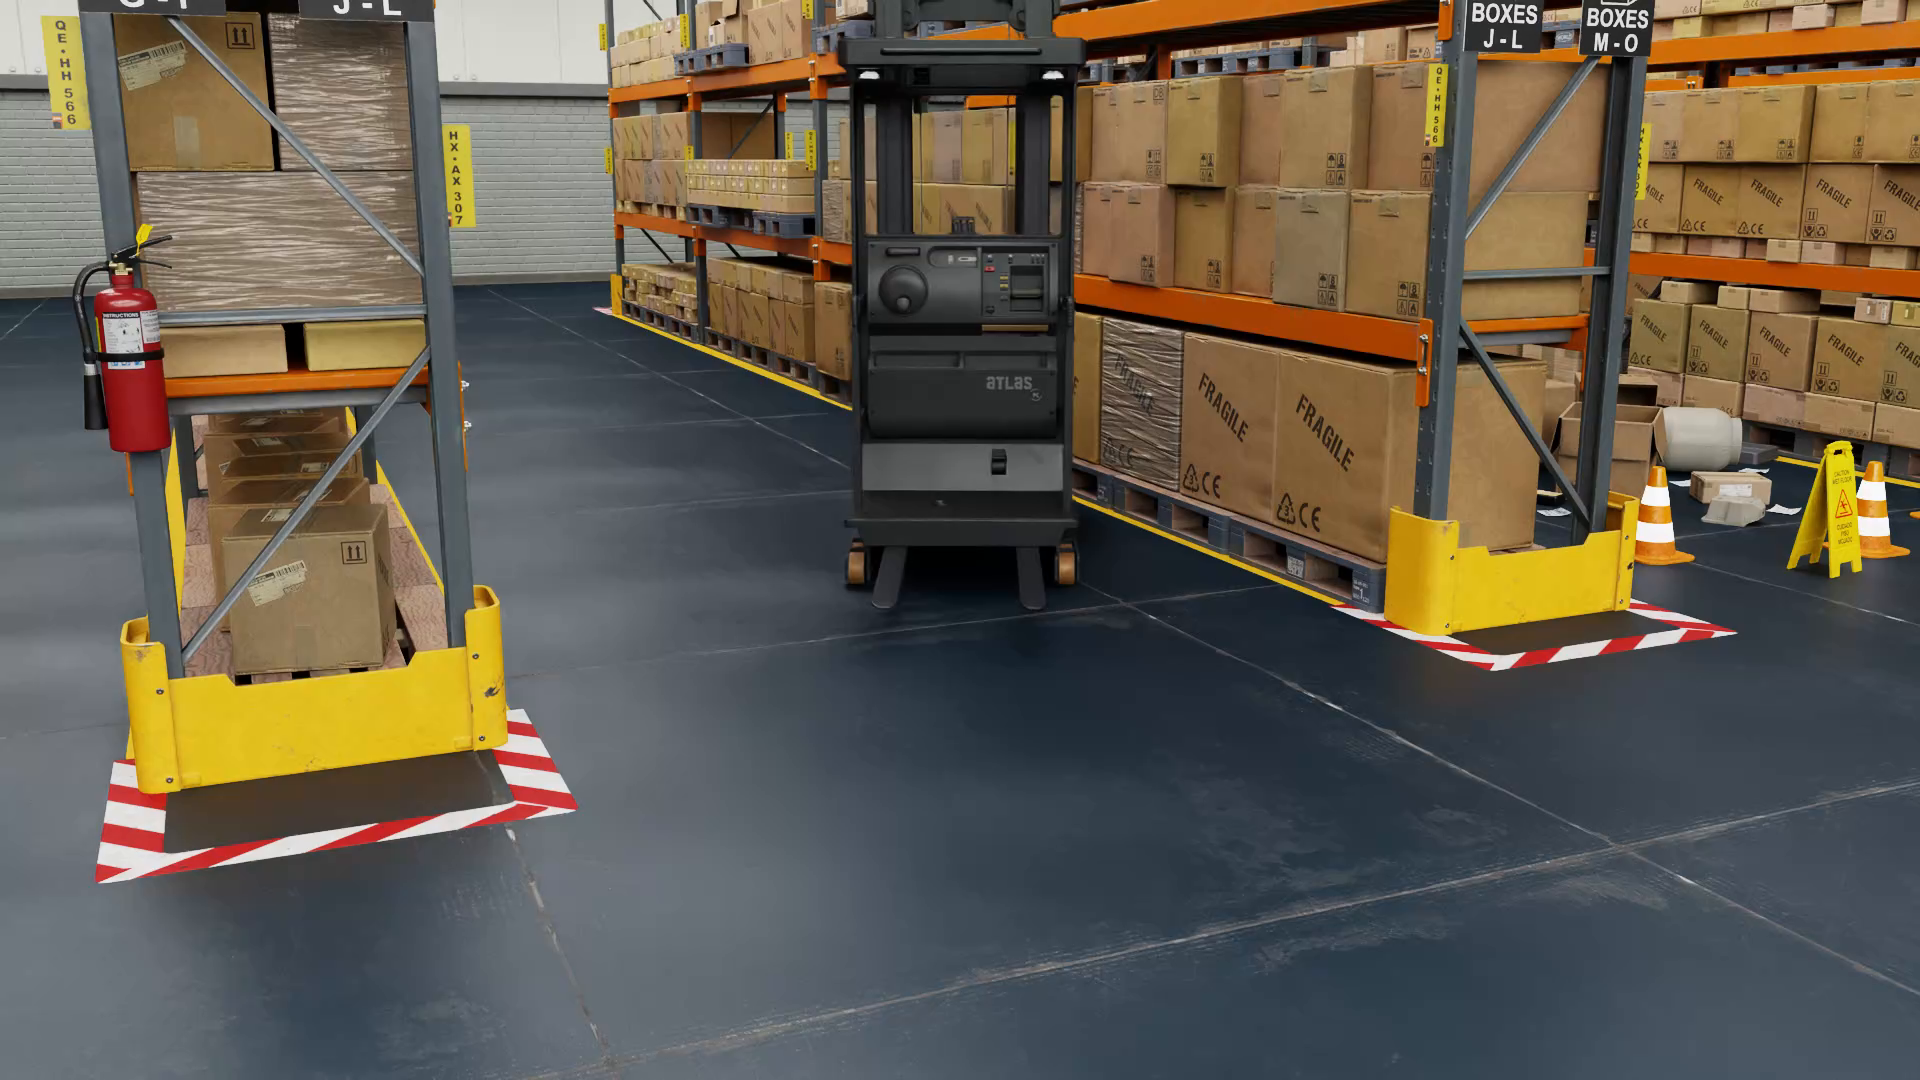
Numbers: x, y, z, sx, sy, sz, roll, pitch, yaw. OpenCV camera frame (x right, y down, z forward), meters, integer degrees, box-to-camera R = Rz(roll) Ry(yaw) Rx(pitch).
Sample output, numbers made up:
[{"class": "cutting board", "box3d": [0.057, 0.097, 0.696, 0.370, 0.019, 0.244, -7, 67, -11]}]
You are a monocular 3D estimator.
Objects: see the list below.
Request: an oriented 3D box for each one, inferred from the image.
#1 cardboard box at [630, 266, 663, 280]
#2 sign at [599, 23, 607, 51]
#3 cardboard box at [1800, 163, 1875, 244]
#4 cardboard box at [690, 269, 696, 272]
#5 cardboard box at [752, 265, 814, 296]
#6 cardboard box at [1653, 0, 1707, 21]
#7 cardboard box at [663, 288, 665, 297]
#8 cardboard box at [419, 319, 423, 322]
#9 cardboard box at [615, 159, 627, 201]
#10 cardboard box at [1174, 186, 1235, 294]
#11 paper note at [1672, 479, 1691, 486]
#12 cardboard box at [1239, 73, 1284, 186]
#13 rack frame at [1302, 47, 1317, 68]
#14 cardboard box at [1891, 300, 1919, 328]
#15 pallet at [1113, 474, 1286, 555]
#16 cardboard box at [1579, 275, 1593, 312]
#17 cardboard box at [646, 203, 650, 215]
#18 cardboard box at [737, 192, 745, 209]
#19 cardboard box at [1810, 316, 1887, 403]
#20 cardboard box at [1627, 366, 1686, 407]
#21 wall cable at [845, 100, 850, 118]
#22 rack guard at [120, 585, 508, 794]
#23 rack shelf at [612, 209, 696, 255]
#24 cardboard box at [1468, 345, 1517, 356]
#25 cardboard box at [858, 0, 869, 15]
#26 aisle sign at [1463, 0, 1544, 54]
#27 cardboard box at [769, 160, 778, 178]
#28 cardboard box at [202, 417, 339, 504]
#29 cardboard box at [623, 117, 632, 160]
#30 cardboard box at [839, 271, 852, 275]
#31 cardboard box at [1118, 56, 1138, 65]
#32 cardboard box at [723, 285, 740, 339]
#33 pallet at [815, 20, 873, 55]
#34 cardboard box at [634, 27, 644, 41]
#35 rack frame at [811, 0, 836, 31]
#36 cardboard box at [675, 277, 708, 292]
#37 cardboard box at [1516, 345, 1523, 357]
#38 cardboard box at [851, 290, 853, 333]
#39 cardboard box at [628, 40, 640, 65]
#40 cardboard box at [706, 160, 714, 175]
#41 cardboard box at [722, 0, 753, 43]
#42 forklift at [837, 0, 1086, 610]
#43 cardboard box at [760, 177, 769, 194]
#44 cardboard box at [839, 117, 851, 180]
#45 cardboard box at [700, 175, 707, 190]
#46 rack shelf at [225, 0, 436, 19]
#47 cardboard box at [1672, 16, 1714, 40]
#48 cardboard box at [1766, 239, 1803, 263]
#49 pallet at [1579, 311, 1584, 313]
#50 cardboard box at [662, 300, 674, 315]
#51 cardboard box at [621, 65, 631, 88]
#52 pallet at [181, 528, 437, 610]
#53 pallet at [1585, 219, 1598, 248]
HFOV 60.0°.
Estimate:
[{"class": "cardboard box", "box3d": [-3.857, -3.303, 20.560, 0.380, 0.149, 0.250, -6, 14, -23]}, {"class": "sign", "box3d": [-4.456, -6.284, 20.779, 0.100, 0.325, 0.005, -6, 14, -23]}, {"class": "cardboard box", "box3d": [5.896, -2.203, 10.855, 0.500, 0.500, 0.500, -5, 14, -22]}, {"class": "cardboard box", "box3d": [-3.039, -3.192, 20.080, 0.380, 0.149, 0.250, -6, 14, -25]}, {"class": "cardboard box", "box3d": [-1.670, -2.473, 15.851, 0.500, 0.250, 0.500, -5, 14, -22]}, {"class": "cardboard box", "box3d": [5.268, -3.852, 11.883, 0.500, 0.250, 0.500, -6, 14, -24]}, {"class": "cardboard box", "box3d": [-3.305, -2.953, 19.707, 0.380, 0.149, 0.250, -5, 14, -20]}, {"class": "cardboard box", "box3d": [-2.114, -0.725, 5.906, 0.380, 0.149, 0.250, -6, 14, -23]}, {"class": "cardboard box", "box3d": [-4.033, -4.522, 20.874, 0.500, 0.500, 0.500, -5, 14, -20]}, {"class": "cardboard box", "box3d": [1.660, -1.630, 8.930, 0.875, 0.550, 0.500, -6, 14, -23]}, {"class": "paper note", "box3d": [4.540, -0.361, 10.387, 0.148, 0.019, 0.142, -1, 13, -4]}, {"class": "cardboard box", "box3d": [1.932, -2.053, 8.360, 0.875, 0.550, 0.550, -6, 14, -23]}, {"class": "rack frame", "box3d": [3.740, -3.261, 16.308, 1.000, 3.000, 0.127, -6, 14, -23]}, {"class": "cardboard box", "box3d": [6.079, -1.419, 10.412, 0.380, 0.149, 0.250, -5, 14, -22]}, {"class": "pallet", "box3d": [1.573, -0.192, 9.230, 1.003, 0.211, 1.213, -6, 14, -23]}, {"class": "cardboard box", "box3d": [7.518, -2.977, 19.694, 0.500, 0.500, 0.500, -5, 14, -21]}, {"class": "cardboard box", "box3d": [-3.543, -3.965, 19.906, 0.380, 0.149, 0.250, -6, 14, -24]}, {"class": "cardboard box", "box3d": [-1.882, -3.201, 15.675, 0.380, 0.149, 0.250, -5, 14, -21]}, {"class": "cardboard box", "box3d": [5.977, -1.193, 10.876, 0.500, 0.500, 0.500, -6, 14, -24]}, {"class": "cardboard box", "box3d": [5.332, -1.153, 12.368, 0.500, 0.250, 0.500, -6, 14, -26]}, {"class": "wall cable", "box3d": [-1.744, -6.587, 28.356, 0.585, 1.953, 0.123, -6, 14, -23]}, {"class": "rack guard", "box3d": [-2.166, 0.489, 5.649, 1.175, 0.500, 0.348, -6, 14, -23]}, {"class": "rack shelf", "box3d": [-3.158, -3.682, 19.723, 1.077, 0.370, 4.000, -6, 14, -23]}, {"class": "cardboard box", "box3d": [3.724, -1.419, 12.212, 0.500, 0.500, 0.500, -6, 14, -23]}, {"class": "cardboard box", "box3d": [-0.466, -4.162, 12.727, 0.500, 0.250, 0.500, -5, 14, -21]}, {"class": "aisle sign", "box3d": [2.203, -2.365, 6.671, 0.394, 0.787, 0.004, -6, 14, -23]}, {"class": "cardboard box", "box3d": [-1.470, -3.277, 14.684, 0.380, 0.149, 0.250, -6, 14, -24]}, {"class": "cardboard box", "box3d": [-3.378, -0.323, 8.223, 0.500, 0.500, 0.500, -1, 13, -5]}, {"class": "cardboard box", "box3d": [-3.815, -4.906, 20.318, 0.500, 0.500, 0.500, -5, 14, -21]}, {"class": "cardboard box", "box3d": [-0.809, -2.310, 15.146, 0.500, 0.250, 0.500, -6, 14, -26]}, {"class": "cardboard box", "box3d": [2.018, -5.553, 18.925, 0.396, 0.266, 0.258, -6, 14, -23]}, {"class": "cardboard box", "box3d": [-2.091, -2.321, 16.857, 0.500, 0.500, 0.500, -5, 14, -20]}, {"class": "pallet", "box3d": [-0.448, -4.034, 13.415, 1.213, 0.211, 1.003, -5, 14, -20]}, {"class": "cardboard box", "box3d": [-3.595, -5.911, 19.443, 0.380, 0.149, 0.250, -5, 14, -21]}, {"class": "rack frame", "box3d": [-0.755, -5.716, 13.610, 1.000, 3.000, 0.127, -6, 14, -23]}, {"class": "cardboard box", "box3d": [-2.983, -2.875, 18.712, 0.380, 0.149, 0.250, -6, 14, -23]}, {"class": "cardboard box", "box3d": [4.839, -1.615, 14.094, 0.950, 0.372, 0.625, -5, 14, -19]}, {"class": "cardboard box", "box3d": [-0.240, -1.588, 13.135, 1.050, 0.750, 0.750, -5, 14, -22]}, {"class": "cardboard box", "box3d": [-3.620, -5.751, 19.635, 0.500, 0.250, 0.500, -5, 14, -22]}, {"class": "cardboard box", "box3d": [-2.305, -3.707, 16.539, 0.380, 0.149, 0.250, -6, 14, -24]}, {"class": "cardboard box", "box3d": [-1.859, -5.005, 16.029, 0.797, 0.503, 0.637, -6, 14, -24]}, {"class": "forklift", "box3d": [0.012, -1.278, 7.893, 1.130, 2.935, 3.031, 0, 13, 1]}, {"class": "cardboard box", "box3d": [-1.586, -3.190, 14.968, 0.380, 0.149, 0.250, -5, 14, -22]}, {"class": "cardboard box", "box3d": [-0.584, -3.235, 13.757, 0.700, 0.500, 0.500, -6, 14, -23]}, {"class": "cardboard box", "box3d": [-2.411, -3.617, 16.812, 0.380, 0.149, 0.250, -5, 14, -22]}, {"class": "rack shelf", "box3d": [-2.936, -2.237, 6.827, 1.077, 0.370, 4.000, -6, 14, -23]}, {"class": "cardboard box", "box3d": [5.294, -3.628, 11.797, 0.380, 0.149, 0.250, -6, 14, -23]}, {"class": "cardboard box", "box3d": [5.679, -1.953, 11.214, 0.380, 0.149, 0.250, -6, 14, -23]}, {"class": "pallet", "box3d": [7.538, -2.761, 20.332, 1.003, 0.211, 1.213, -6, 14, -23]}, {"class": "cardboard box", "box3d": [-3.241, -2.699, 19.272, 0.380, 0.149, 0.250, -6, 14, -23]}, {"class": "cardboard box", "box3d": [-3.807, -5.609, 20.134, 0.500, 0.250, 0.500, -5, 14, -21]}, {"class": "pallet", "box3d": [-2.944, 0.207, 7.508, 1.003, 0.211, 1.213, -6, 14, -23]}, {"class": "pallet", "box3d": [5.170, -2.512, 13.498, 1.003, 0.211, 1.213, -6, 14, -23]}]
